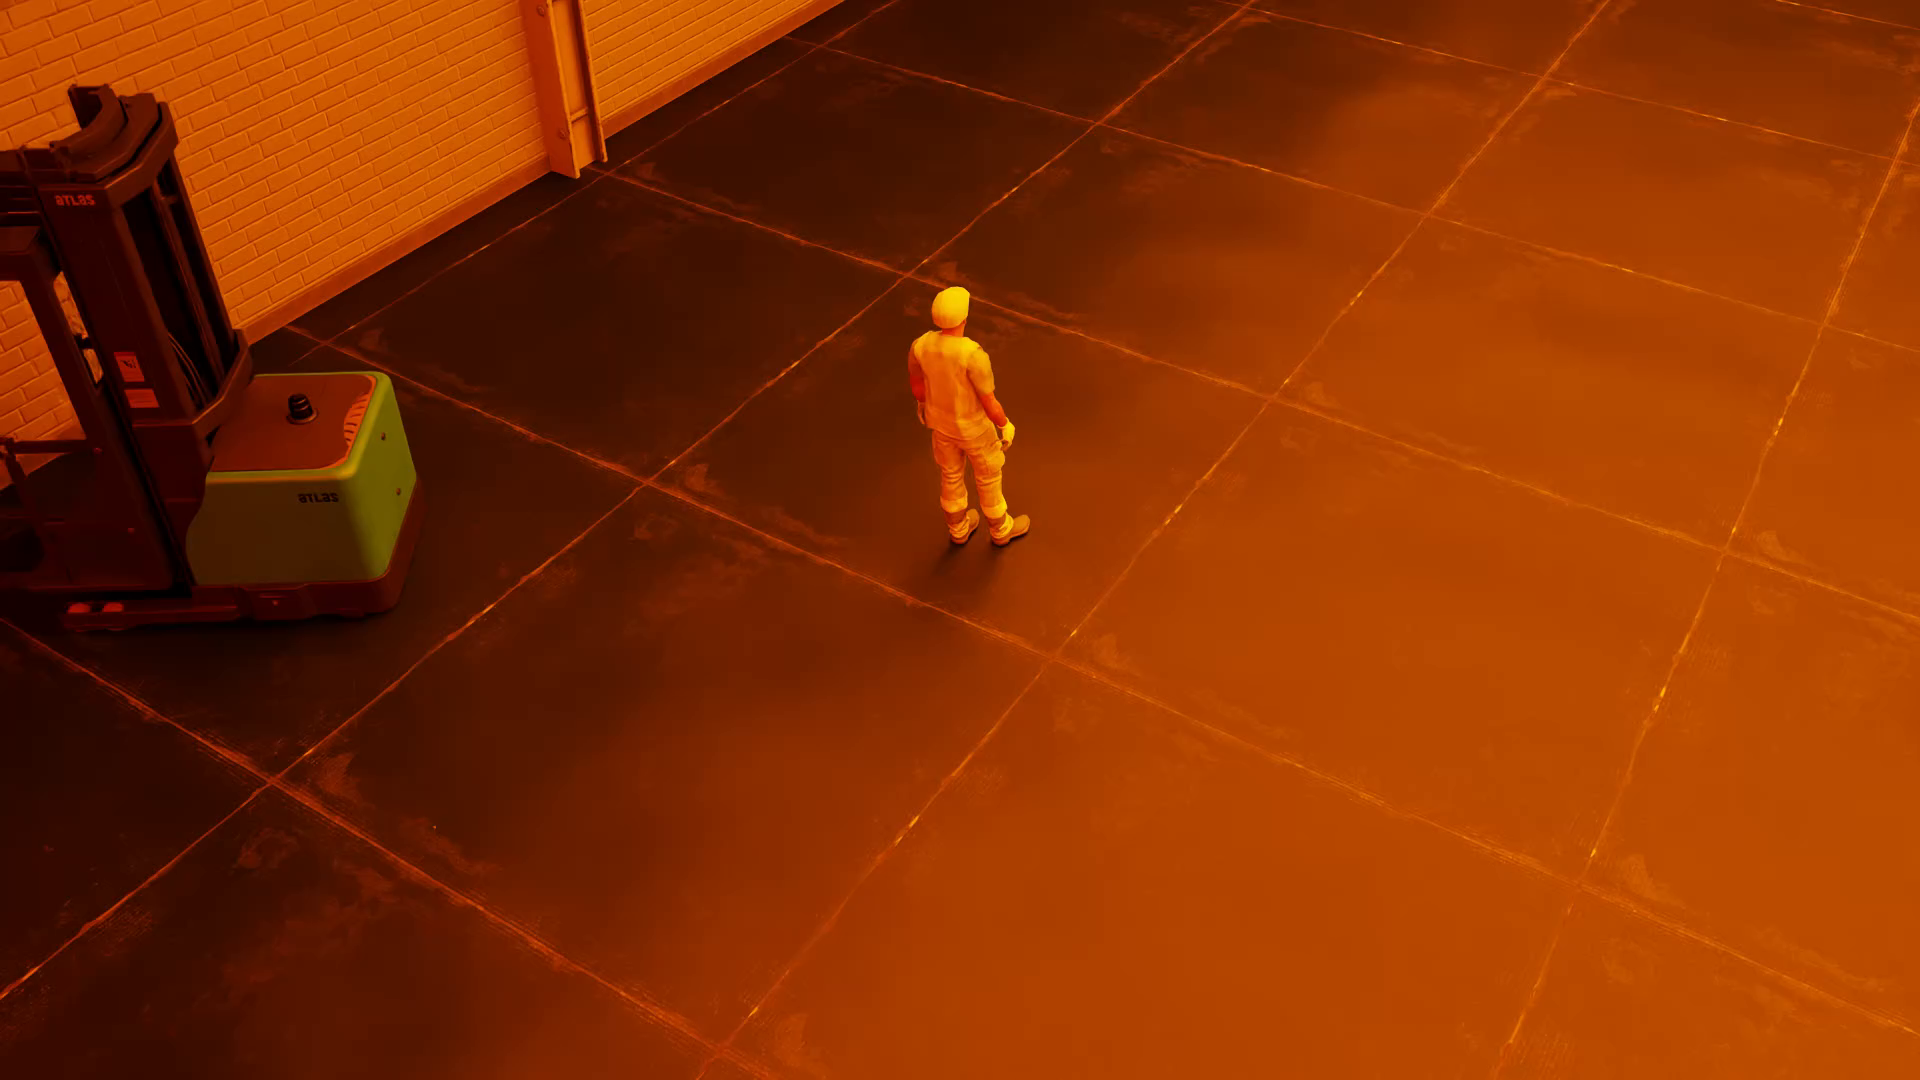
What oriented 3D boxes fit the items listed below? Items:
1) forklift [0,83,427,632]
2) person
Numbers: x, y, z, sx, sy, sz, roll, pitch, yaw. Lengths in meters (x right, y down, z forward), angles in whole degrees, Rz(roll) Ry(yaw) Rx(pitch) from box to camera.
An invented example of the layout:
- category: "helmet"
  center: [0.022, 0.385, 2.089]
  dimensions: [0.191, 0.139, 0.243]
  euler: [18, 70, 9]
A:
- category: "forklift"
  center: [-4.811, -0.940, 9.076]
  dimensions: [3.031, 2.935, 1.130]
  euler: [-2, 40, -2]
- category: "person"
  center: [0.054, -0.728, 9.698]
  dimensions: [0.637, 1.790, 0.562]
  euler: [22, 45, 24]
